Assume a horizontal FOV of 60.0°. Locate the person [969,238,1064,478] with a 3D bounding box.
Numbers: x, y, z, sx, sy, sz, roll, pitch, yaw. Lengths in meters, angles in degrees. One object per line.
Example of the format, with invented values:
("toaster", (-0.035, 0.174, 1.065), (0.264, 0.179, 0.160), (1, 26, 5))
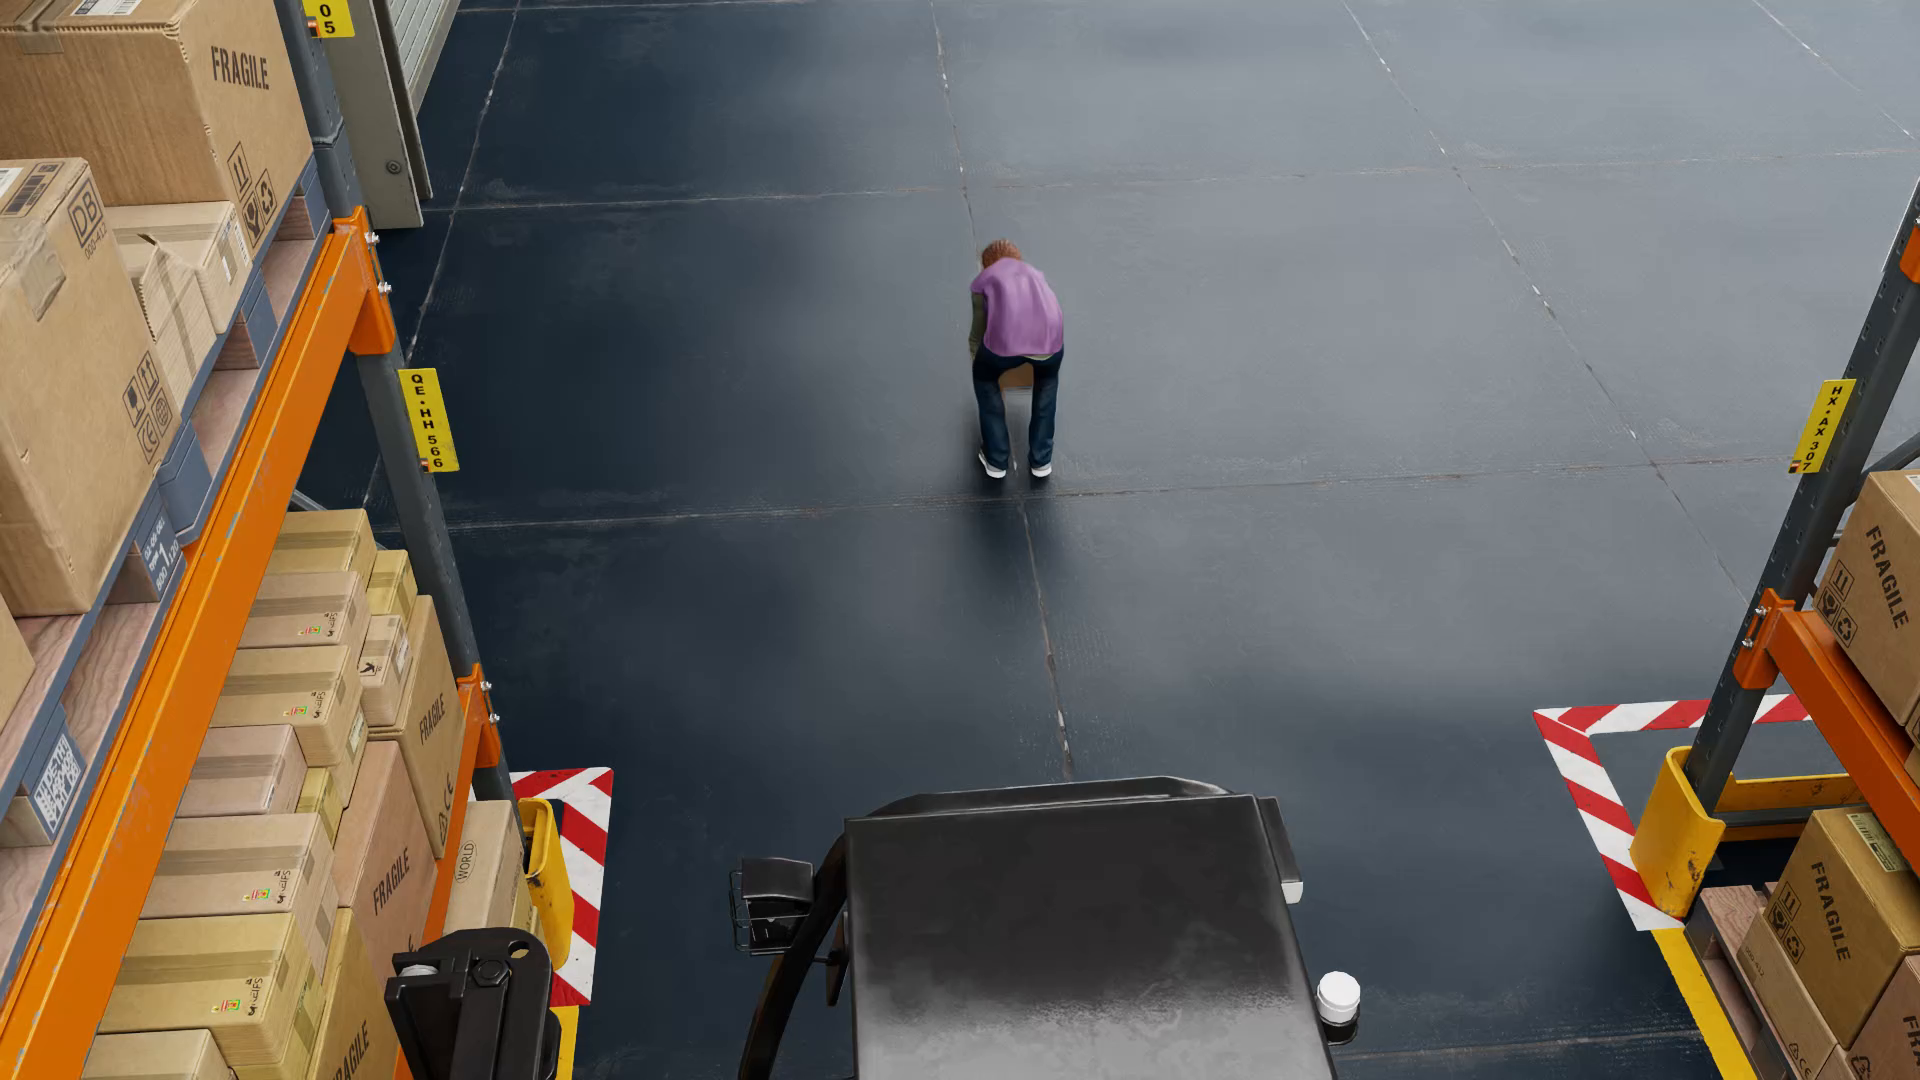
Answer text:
("person", (0.244, -0.851, 7.674), (0.403, 0.980, 0.871), (-5, 40, -6))
